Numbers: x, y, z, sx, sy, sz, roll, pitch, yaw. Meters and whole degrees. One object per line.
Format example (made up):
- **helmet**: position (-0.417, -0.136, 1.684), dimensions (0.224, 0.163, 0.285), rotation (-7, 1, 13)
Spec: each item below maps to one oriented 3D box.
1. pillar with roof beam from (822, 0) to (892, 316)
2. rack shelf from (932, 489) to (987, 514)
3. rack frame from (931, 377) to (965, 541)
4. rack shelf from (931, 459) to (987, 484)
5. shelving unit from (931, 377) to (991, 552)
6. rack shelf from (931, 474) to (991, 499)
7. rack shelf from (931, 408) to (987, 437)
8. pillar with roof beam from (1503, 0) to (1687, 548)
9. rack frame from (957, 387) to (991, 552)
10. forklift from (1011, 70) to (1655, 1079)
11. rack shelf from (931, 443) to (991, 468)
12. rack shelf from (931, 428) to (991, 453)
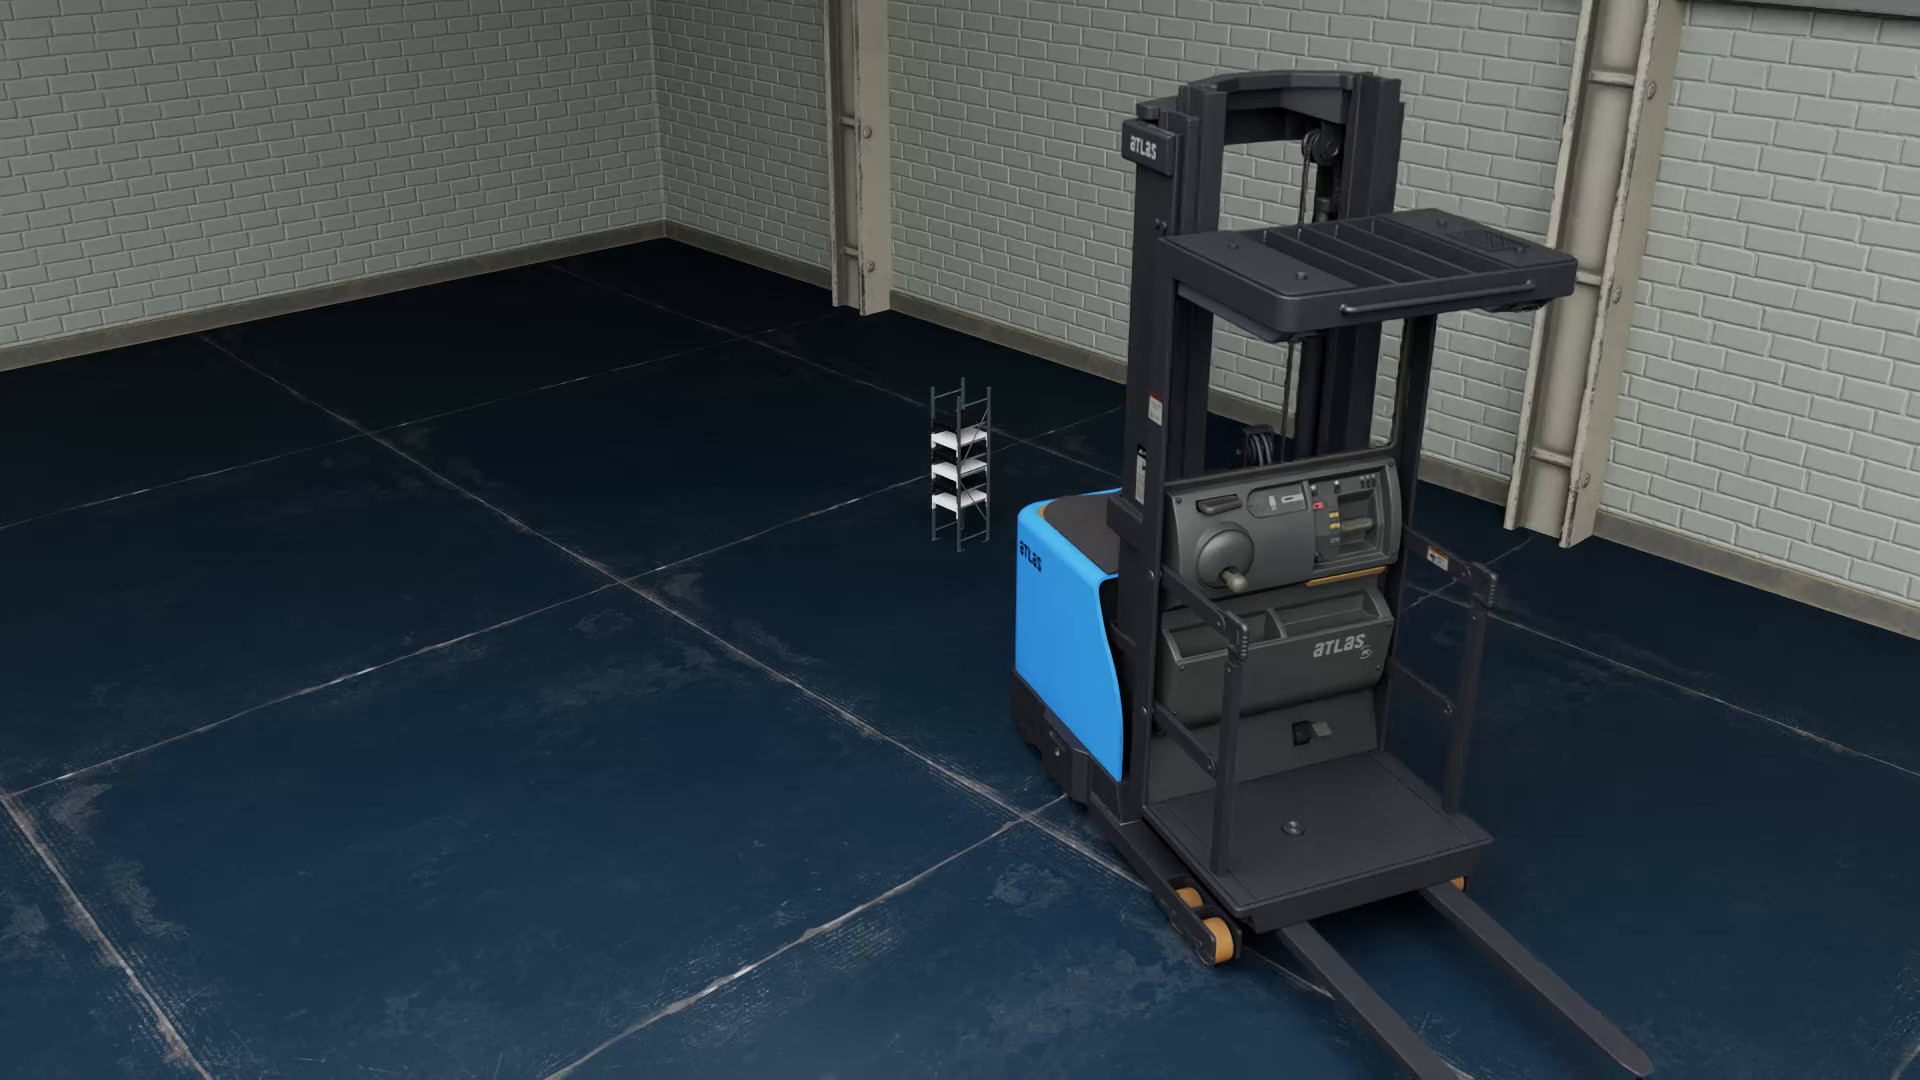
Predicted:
- **pillar with roof beam**: position (-3.926, -4.747, 8.813), dimensions (9.100, 9.000, 0.400), rotation (-21, 32, -38)
- **rack shelf**: position (0.006, -0.213, 9.146), dimensions (0.258, 0.077, 0.200), rotation (-21, 32, -38)
- **rack frame**: position (-0.064, -0.438, 9.125), dimensions (0.240, 0.900, 0.006), rotation (-21, 32, -38)
- **rack shelf**: position (0.006, -0.377, 9.072), dimensions (0.258, 0.077, 0.200), rotation (-21, 32, -38)
- **shelving unit**: position (0.006, -0.407, 9.058), dimensions (0.258, 0.900, 0.210), rotation (-21, 32, -38)
- **rack shelf**: position (0.006, -0.295, 9.109), dimensions (0.258, 0.077, 0.200), rotation (-21, 32, -38)
- **rack shelf**: position (0.006, -0.622, 8.960), dimensions (0.258, 0.077, 0.200), rotation (-21, 32, -38)
- **pillar with roof beam**: position (0.175, -2.929, 4.828), dimensions (9.100, 9.000, 0.400), rotation (-21, 32, -38)
- **rack frame**: position (0.075, -0.376, 8.990), dimensions (0.240, 0.900, 0.006), rotation (-21, 32, -38)
- **forklift**: position (1.257, -0.020, 5.762), dimensions (1.130, 2.935, 3.031), rotation (-10, 26, -20)
- **rack shelf**: position (0.006, -0.459, 9.034), dimensions (0.258, 0.077, 0.200), rotation (-21, 32, -38)
- **rack shelf**: position (0.006, -0.540, 8.997), dimensions (0.258, 0.077, 0.200), rotation (-21, 32, -38)
